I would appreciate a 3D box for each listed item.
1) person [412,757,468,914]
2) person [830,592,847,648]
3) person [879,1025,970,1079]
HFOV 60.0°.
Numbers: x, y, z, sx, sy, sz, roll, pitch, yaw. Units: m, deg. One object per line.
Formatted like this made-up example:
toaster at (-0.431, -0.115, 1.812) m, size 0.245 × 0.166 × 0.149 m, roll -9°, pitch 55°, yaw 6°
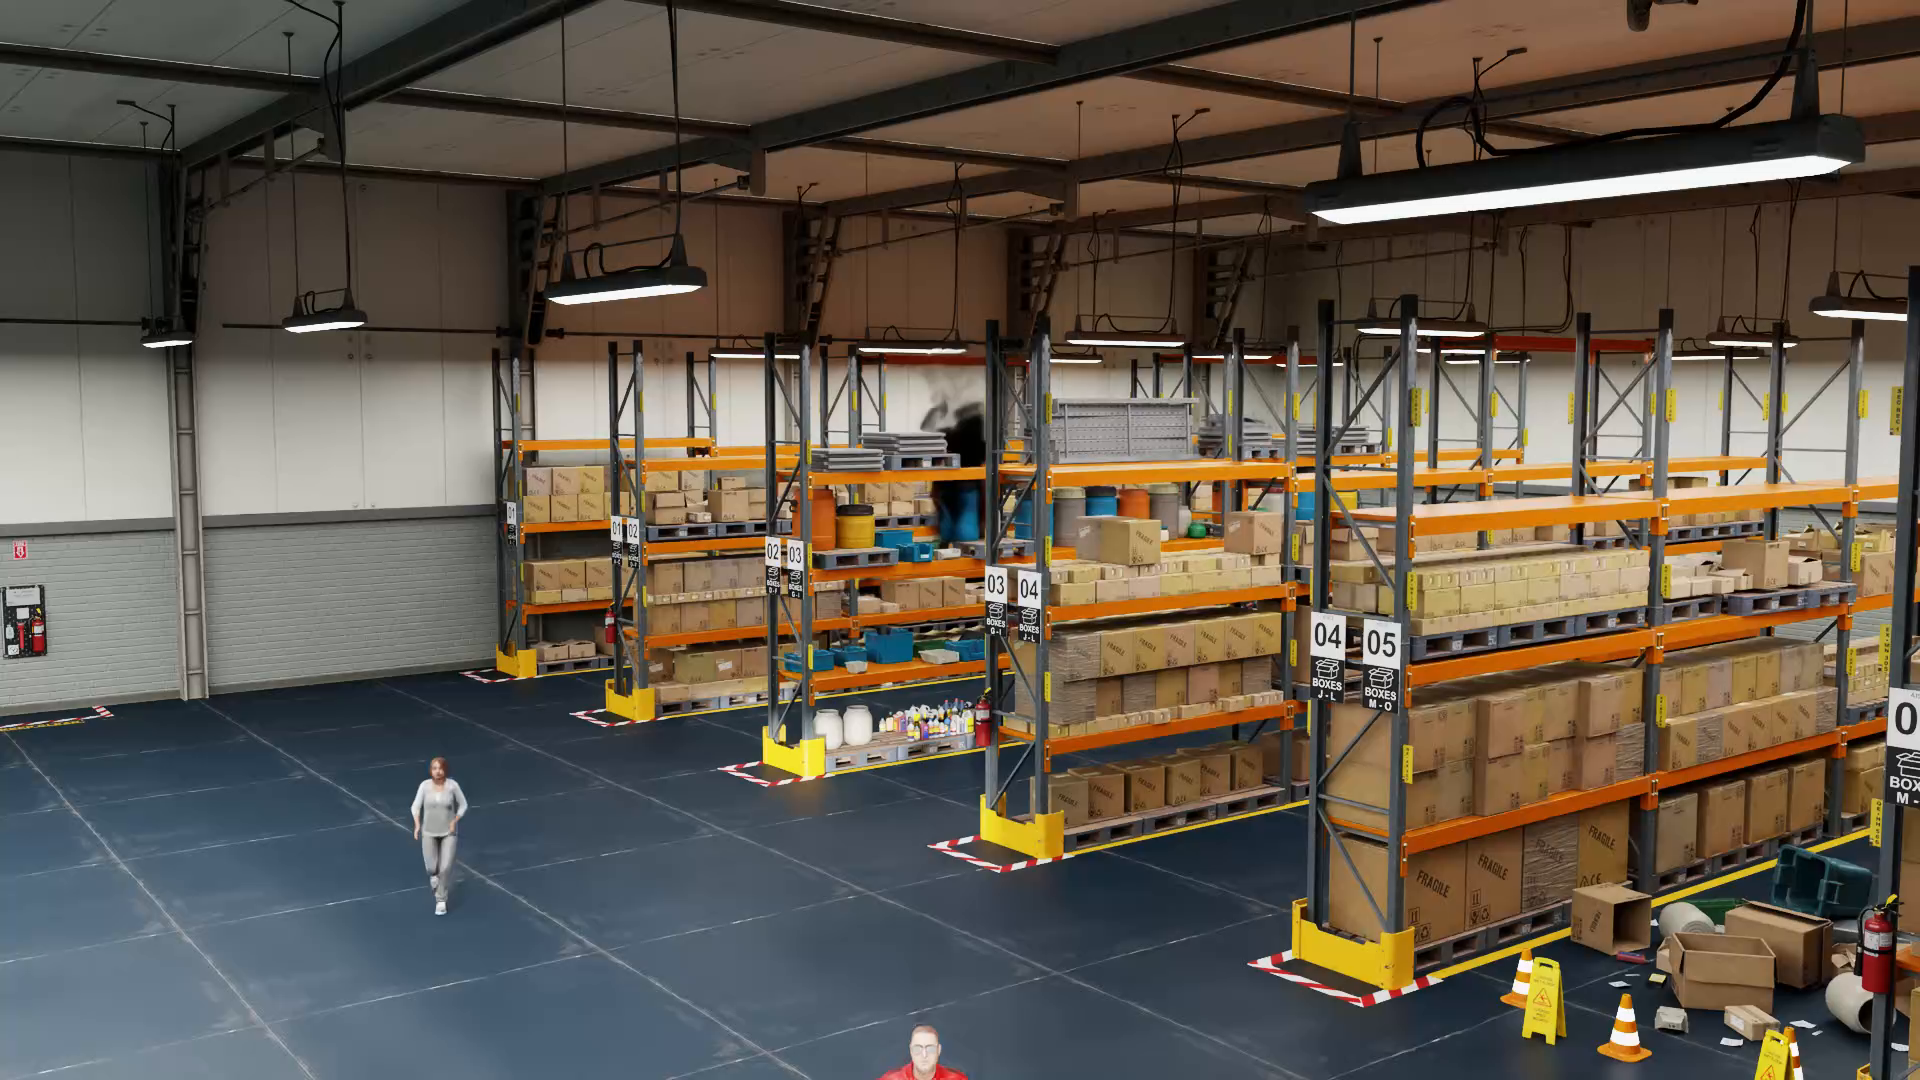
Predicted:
person at (-5.208, 2.937, 16.661) m, size 0.542 × 1.558 × 0.546 m, roll -1°, pitch 5°, yaw -14°
person at (-2.381, 1.582, 31.079) m, size 0.802 × 1.770 × 0.640 m, roll -4°, pitch 6°, yaw -38°
person at (-0.196, 3.523, 9.253) m, size 0.664 × 1.684 × 0.602 m, roll 0°, pitch 5°, yaw -2°
